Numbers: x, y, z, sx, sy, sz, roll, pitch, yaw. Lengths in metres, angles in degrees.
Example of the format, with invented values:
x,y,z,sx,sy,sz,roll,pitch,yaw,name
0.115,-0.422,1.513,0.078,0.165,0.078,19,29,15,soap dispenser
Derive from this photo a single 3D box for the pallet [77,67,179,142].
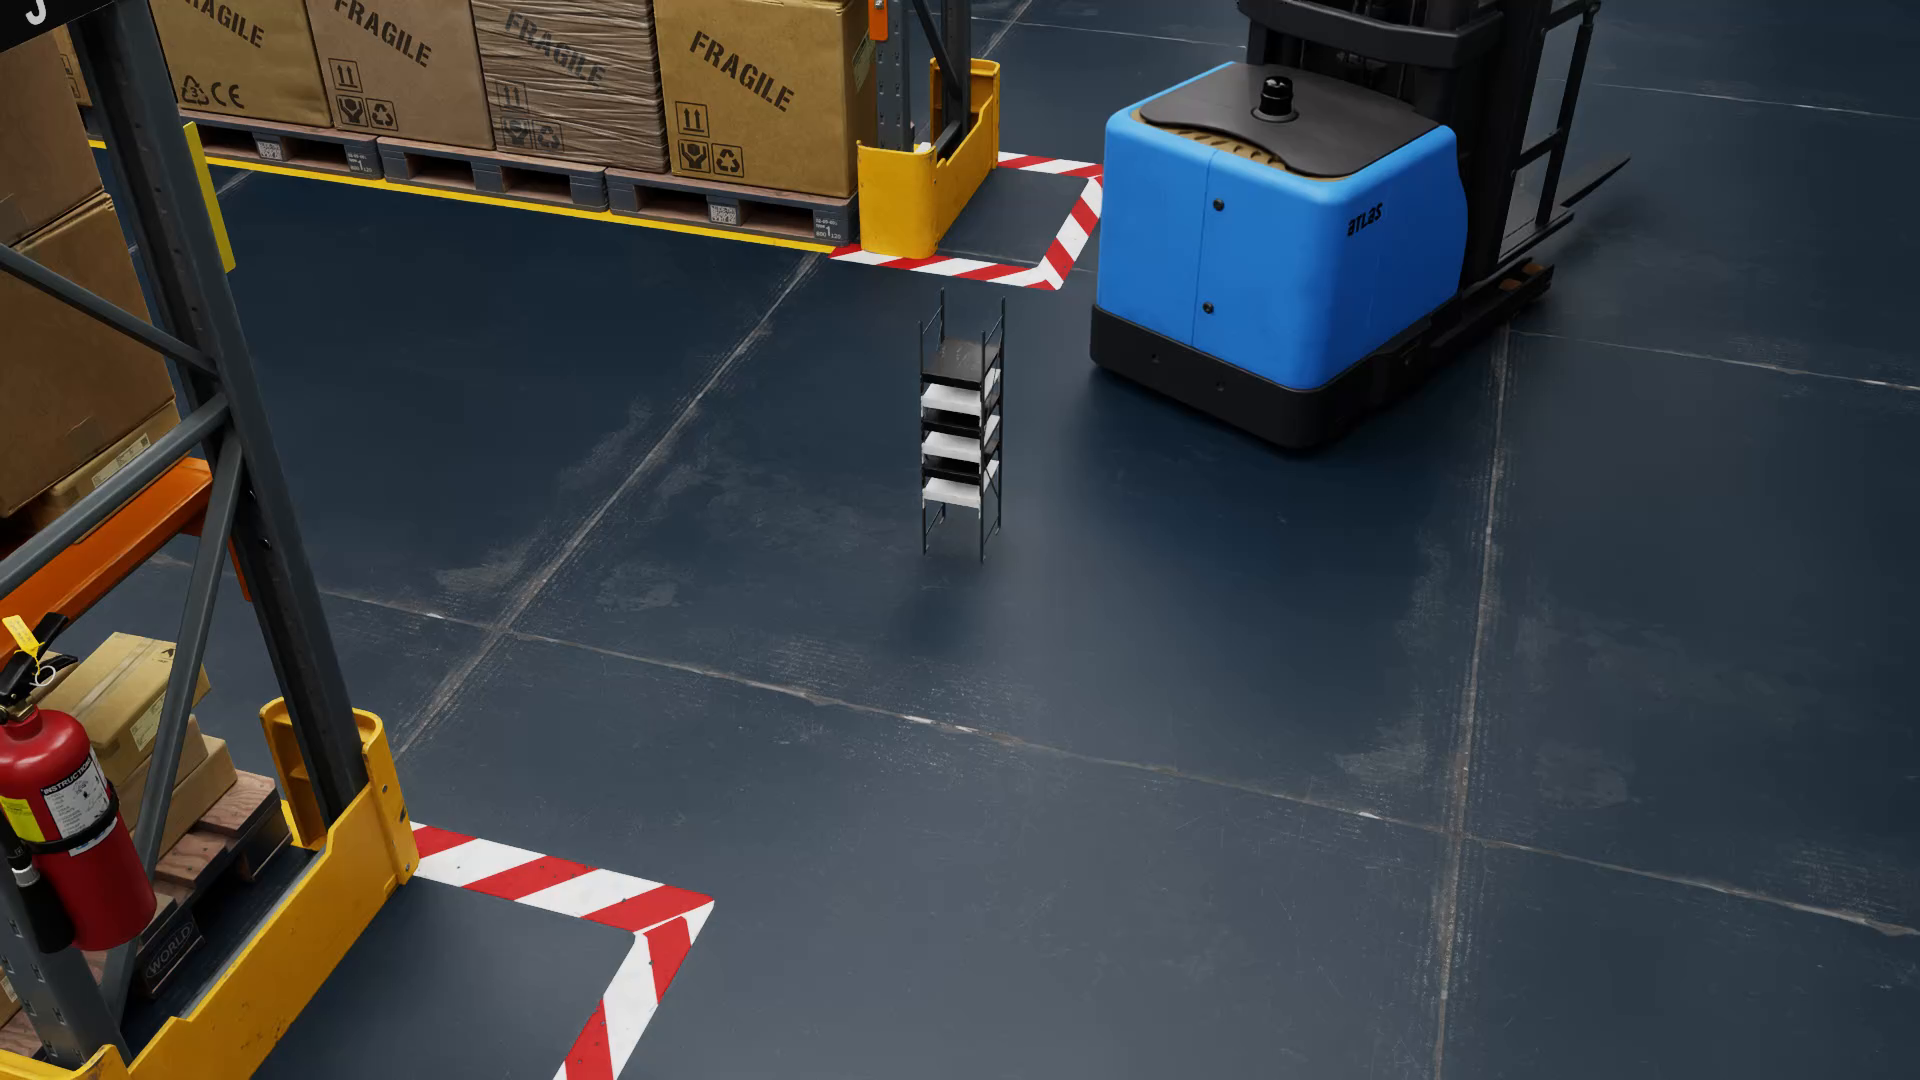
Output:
x,y,z,sx,sy,sz,roll,pitch,yaw,name
-4.730,-2.500,8.968,1.213,0.211,1.003,10,38,14,pallet

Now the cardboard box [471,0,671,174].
x,y,z,sx,sy,sz,roll,pitch,yaw,name
-1.656,-2.364,7.870,0.875,0.875,0.875,10,38,14,cardboard box

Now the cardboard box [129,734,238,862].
x,y,z,sx,sy,sz,roll,pitch,yaw,name
-2.133,0.672,4.357,0.250,0.149,0.380,11,38,15,cardboard box

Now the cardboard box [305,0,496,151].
x,y,z,sx,sy,sz,roll,pitch,yaw,name
-2.506,-2.521,8.083,0.875,0.875,0.875,10,38,14,cardboard box

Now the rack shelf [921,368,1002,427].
x,y,z,sx,sy,sz,roll,pitch,yaw,name
0.008,-0.479,5.394,0.200,0.077,0.258,10,38,14,rack shelf

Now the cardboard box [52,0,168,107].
x,y,z,sx,sy,sz,roll,pitch,yaw,name
-4.588,-2.944,8.658,0.875,0.875,1.225,11,38,14,cardboard box

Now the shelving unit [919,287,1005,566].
x,y,z,sx,sy,sz,roll,pitch,yaw,name
0.008,-0.361,5.481,0.210,0.900,0.258,10,38,14,shelving unit

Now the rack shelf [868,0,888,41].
x,y,z,sx,sy,sz,roll,pitch,yaw,name
-2.062,-2.886,7.747,4.000,0.370,1.077,10,38,14,rack shelf

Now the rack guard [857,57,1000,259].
x,y,z,sx,sy,sz,roll,pitch,yaw,name
-0.130,-1.811,7.789,0.348,0.500,1.175,10,38,14,rack guard

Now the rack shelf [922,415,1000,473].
x,y,z,sx,sy,sz,roll,pitch,yaw,name
0.008,-0.334,5.501,0.200,0.077,0.258,10,38,14,rack shelf

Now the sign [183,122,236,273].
x,y,z,sx,sy,sz,roll,pitch,yaw,name
-1.567,-0.689,3.425,0.005,0.325,0.100,10,38,14,sign

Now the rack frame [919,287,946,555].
x,y,z,sx,sy,sz,roll,pitch,yaw,name
-0.089,-0.379,5.506,0.006,0.900,0.240,10,38,14,rack frame

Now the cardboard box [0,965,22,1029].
x,y,z,sx,sy,sz,roll,pitch,yaw,name
-2.293,0.971,3.952,0.250,0.149,0.380,11,38,15,cardboard box

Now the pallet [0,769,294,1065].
x,y,z,sx,sy,sz,roll,pitch,yaw,name
-2.566,0.913,4.332,1.213,0.211,1.003,10,38,14,pallet

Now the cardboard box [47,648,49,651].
x,y,z,sx,sy,sz,roll,pitch,yaw,name
-2.628,0.323,4.329,0.250,0.149,0.380,10,38,14,cardboard box

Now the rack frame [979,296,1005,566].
x,y,z,sx,sy,sz,roll,pitch,yaw,name
0.105,-0.343,5.457,0.006,0.900,0.240,10,38,14,rack frame

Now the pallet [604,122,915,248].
x,y,z,sx,sy,sz,roll,pitch,yaw,name
-0.939,-1.796,8.012,1.213,0.211,1.003,10,38,14,pallet

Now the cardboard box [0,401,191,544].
x,y,z,sx,sy,sz,roll,pitch,yaw,name
-1.940,-0.175,3.669,0.250,0.149,0.380,10,38,14,cardboard box

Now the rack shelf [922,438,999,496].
x,y,z,sx,sy,sz,roll,pitch,yaw,name
0.008,-0.262,5.554,0.200,0.077,0.258,10,38,14,rack shelf

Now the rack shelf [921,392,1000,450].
x,y,z,sx,sy,sz,roll,pitch,yaw,name
0.008,-0.407,5.448,0.200,0.077,0.258,10,38,14,rack shelf

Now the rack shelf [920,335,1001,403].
x,y,z,sx,sy,sz,roll,pitch,yaw,name
0.008,-0.552,5.341,0.200,0.077,0.258,10,38,14,rack shelf

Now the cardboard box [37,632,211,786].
x,y,z,sx,sy,sz,roll,pitch,yaw,name
-2.127,0.421,4.196,0.250,0.149,0.380,9,37,12,cardboard box

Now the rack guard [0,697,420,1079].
x,y,z,sx,sy,sz,roll,pitch,yaw,name
-1.801,0.960,4.024,0.348,0.500,1.175,10,38,14,rack guard

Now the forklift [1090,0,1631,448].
x,y,z,sx,sy,sz,roll,pitch,yaw,name
1.889,-2.301,6.403,1.130,2.935,3.031,29,45,33,forklift

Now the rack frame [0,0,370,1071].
x,y,z,sx,sy,sz,roll,pitch,yaw,name
-1.728,-0.033,3.265,0.127,3.000,1.000,10,38,14,rack frame

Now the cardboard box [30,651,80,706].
x,y,z,sx,sy,sz,roll,pitch,yaw,name
-2.426,0.441,4.170,0.250,0.149,0.380,11,38,15,cardboard box

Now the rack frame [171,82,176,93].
x,y,z,sx,sy,sz,roll,pitch,yaw,name
-3.971,-3.529,8.014,0.127,3.000,1.000,10,38,14,rack frame

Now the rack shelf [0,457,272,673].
x,y,z,sx,sy,sz,roll,pitch,yaw,name
-3.637,-0.097,3.958,4.000,0.370,1.077,10,38,14,rack shelf

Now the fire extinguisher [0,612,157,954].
x,y,z,sx,sy,sz,roll,pitch,yaw,name
-1.625,0.454,2.983,0.183,0.674,0.296,10,38,14,fire extinguisher

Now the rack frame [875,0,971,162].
x,y,z,sx,sy,sz,roll,pitch,yaw,name
-0.153,-2.822,7.054,0.127,3.000,1.000,10,38,14,rack frame

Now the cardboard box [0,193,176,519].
x,y,z,sx,sy,sz,roll,pitch,yaw,name
-2.074,-0.429,3.467,0.500,0.500,0.500,12,38,16,cardboard box

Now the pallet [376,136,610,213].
x,y,z,sx,sy,sz,roll,pitch,yaw,name
-2.100,-2.013,8.306,1.213,0.211,1.003,10,38,14,pallet

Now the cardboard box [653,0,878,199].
x,y,z,sx,sy,sz,roll,pitch,yaw,name
-0.787,-2.203,7.651,0.875,0.875,0.875,10,38,14,cardboard box

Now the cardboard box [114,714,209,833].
x,y,z,sx,sy,sz,roll,pitch,yaw,name
-2.152,0.588,4.220,0.250,0.149,0.380,12,38,16,cardboard box

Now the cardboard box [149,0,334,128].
x,y,z,sx,sy,sz,roll,pitch,yaw,name
-3.365,-2.680,8.299,0.875,0.875,0.875,10,38,14,cardboard box

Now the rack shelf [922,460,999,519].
x,y,z,sx,sy,sz,roll,pitch,yaw,name
0.008,-0.189,5.608,0.200,0.077,0.258,10,38,14,rack shelf

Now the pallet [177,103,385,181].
x,y,z,sx,sy,sz,roll,pitch,yaw,name
-3.268,-2.227,8.598,1.213,0.211,1.003,10,38,14,pallet

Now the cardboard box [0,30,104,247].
x,y,z,sx,sy,sz,roll,pitch,yaw,name
-2.078,-0.826,3.163,0.500,0.500,0.500,10,38,14,cardboard box
